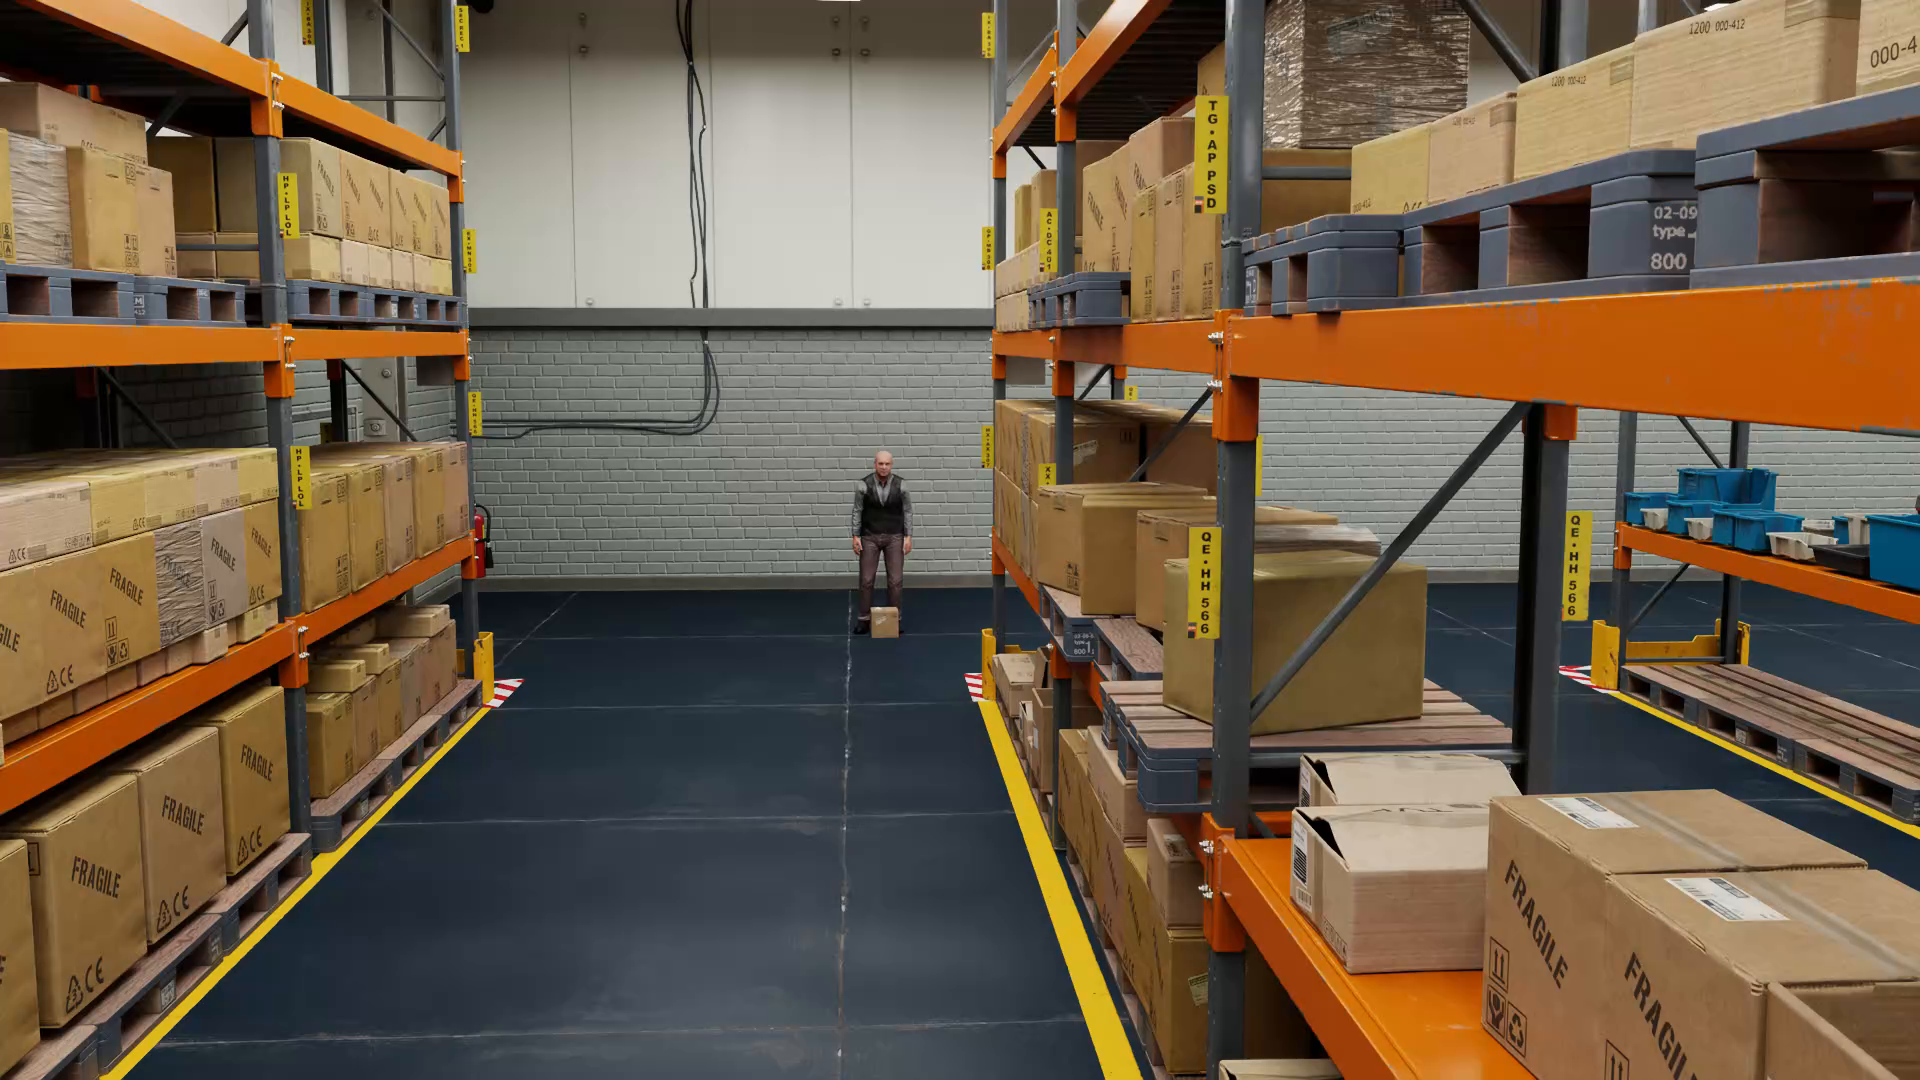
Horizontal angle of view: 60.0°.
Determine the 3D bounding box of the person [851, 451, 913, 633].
[{"bbox_3d":[-0.737,0.009,15.765,0.580,1.721,0.414,0,7,-4],"label":"person"}]
